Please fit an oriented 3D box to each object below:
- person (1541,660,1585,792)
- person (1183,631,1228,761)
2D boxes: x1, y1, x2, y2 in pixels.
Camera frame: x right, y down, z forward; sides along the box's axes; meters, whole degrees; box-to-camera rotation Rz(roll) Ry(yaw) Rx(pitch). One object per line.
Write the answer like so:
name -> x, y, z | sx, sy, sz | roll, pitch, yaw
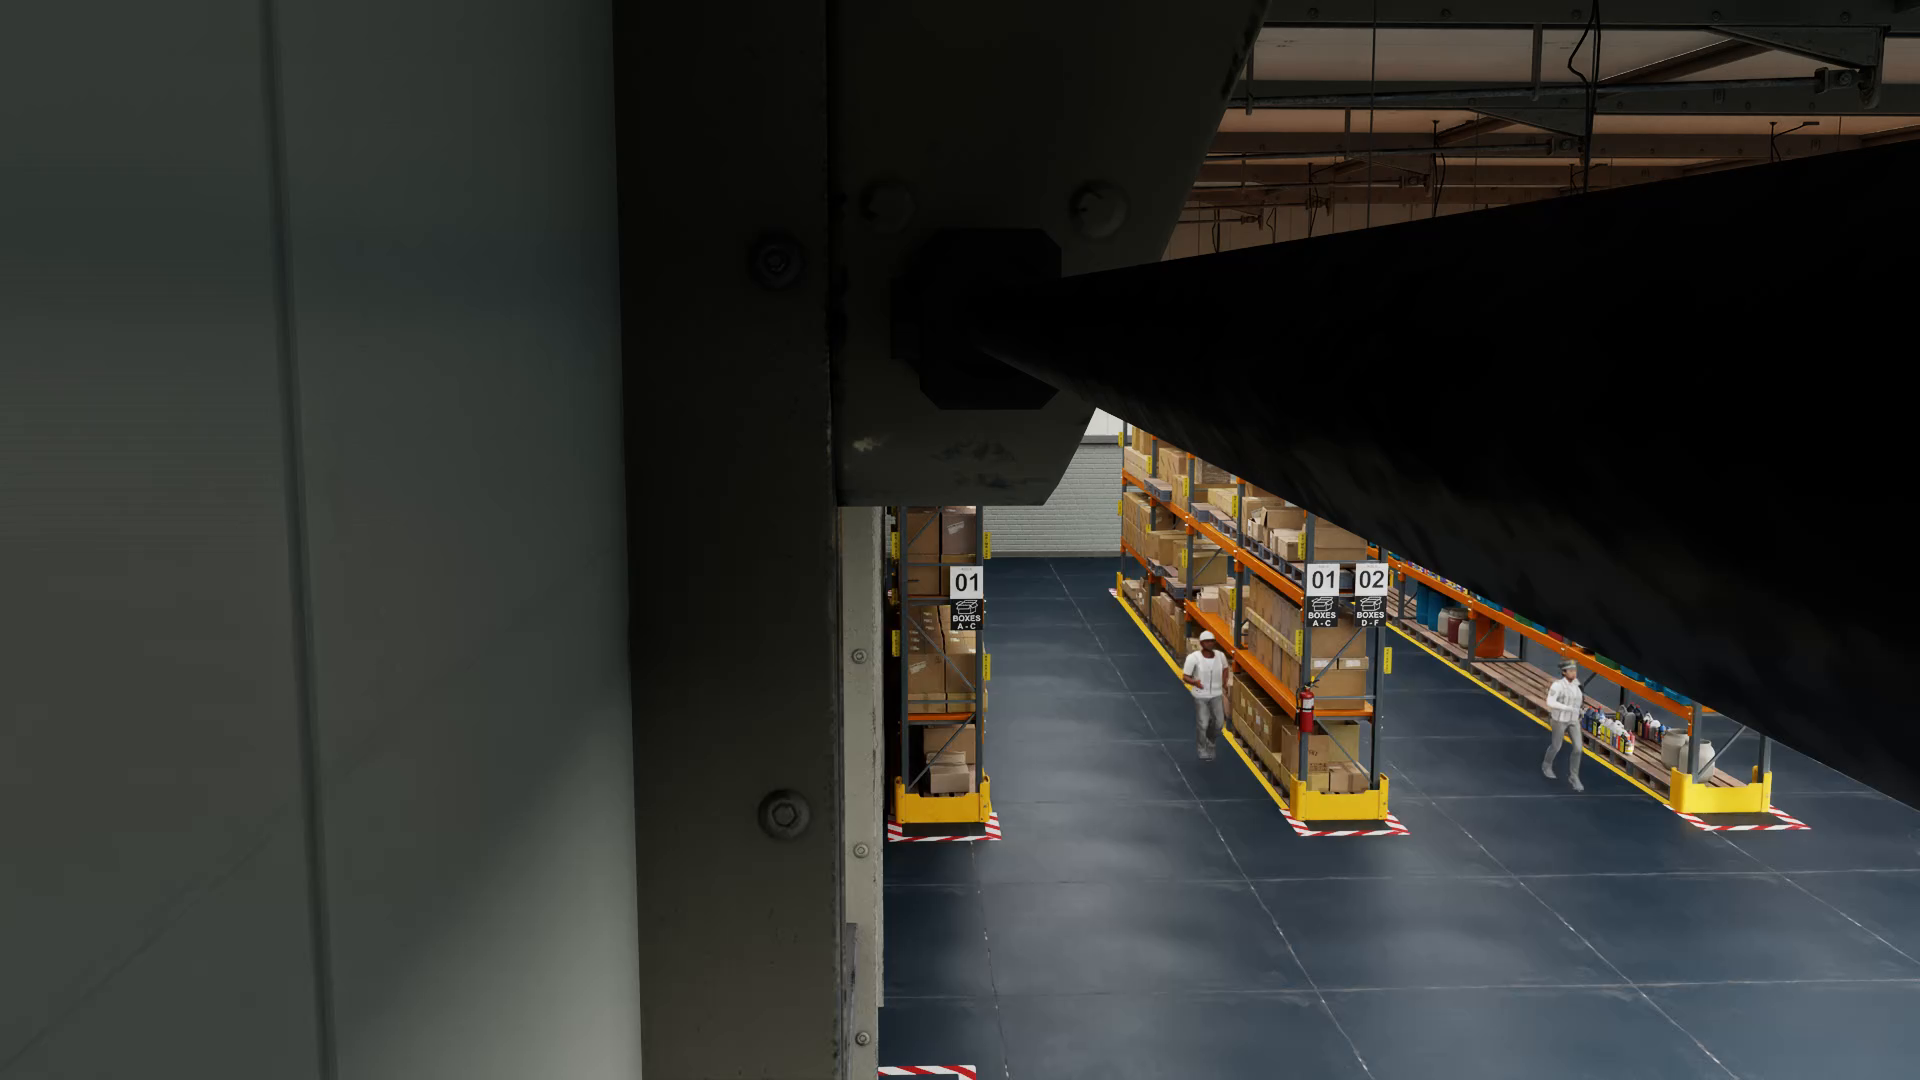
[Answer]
person -> 7.989, 2.415, 22.018 | 0.592, 1.739, 0.764 | -2, 8, -12
person -> 3.320, 2.100, 22.151 | 0.686, 1.782, 0.593 | -1, 8, -10
